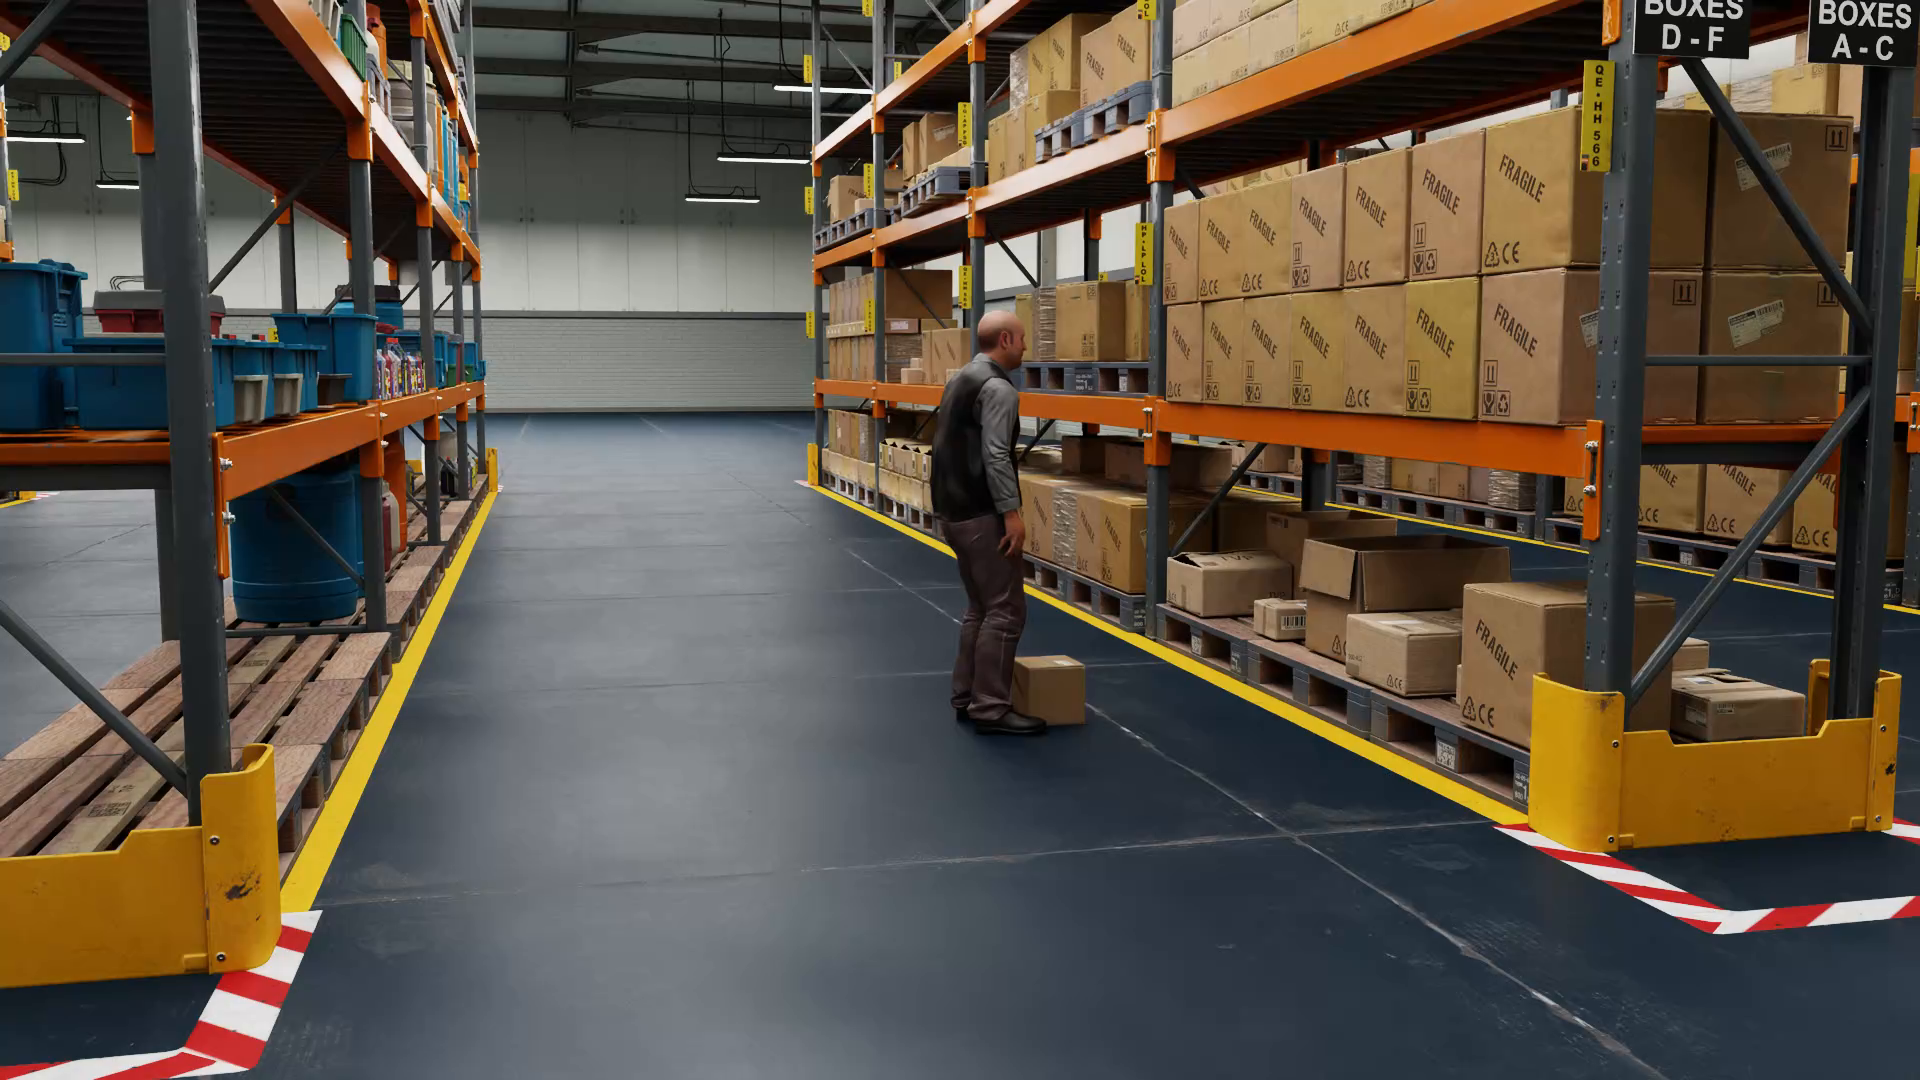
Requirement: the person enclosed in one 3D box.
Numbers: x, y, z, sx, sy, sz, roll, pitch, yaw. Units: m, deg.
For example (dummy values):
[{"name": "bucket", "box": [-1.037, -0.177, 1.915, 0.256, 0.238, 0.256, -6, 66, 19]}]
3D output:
[{"name": "person", "box": [0.095, -0.086, 6.872, 0.421, 1.719, 0.583, -2, 6, -17]}]
